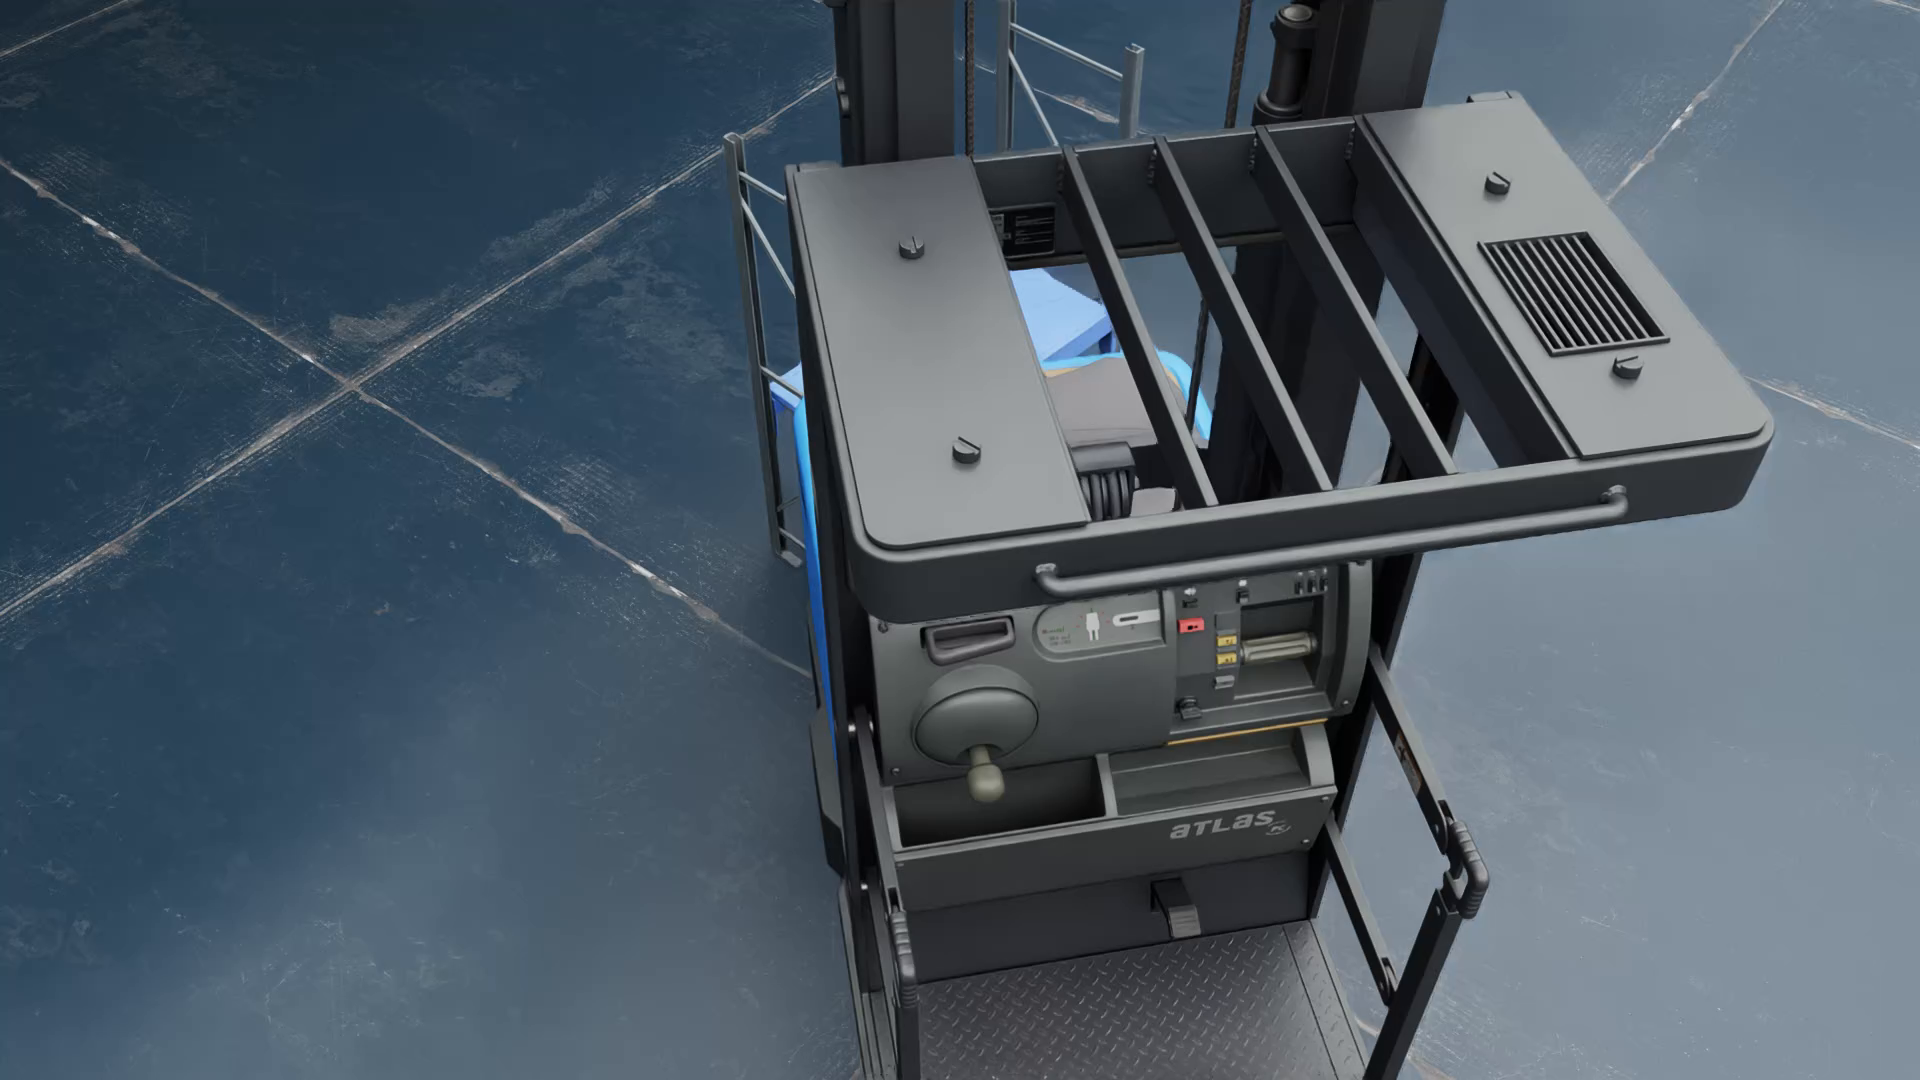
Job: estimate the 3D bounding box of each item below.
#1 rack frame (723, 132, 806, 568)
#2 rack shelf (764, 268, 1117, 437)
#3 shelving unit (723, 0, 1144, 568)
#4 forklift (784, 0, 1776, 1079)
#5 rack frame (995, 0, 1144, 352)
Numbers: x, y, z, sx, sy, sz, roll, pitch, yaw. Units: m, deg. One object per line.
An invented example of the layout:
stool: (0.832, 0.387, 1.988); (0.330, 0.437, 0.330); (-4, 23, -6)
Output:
rack frame: (-0.398, -0.369, 4.565); (0.500, 1.500, 0.032); (34, 55, 28)
rack shelf: (-0.050, -0.513, 4.951); (0.538, 0.185, 1.000); (34, 55, 28)
shelving unit: (-0.050, -0.637, 4.821); (0.538, 1.500, 1.048); (34, 55, 28)
forklift: (0.343, 0.337, 2.901); (1.130, 2.935, 3.031); (-8, 47, -7)
rack frame: (0.299, -0.904, 5.077); (0.500, 1.500, 0.032); (34, 55, 28)
